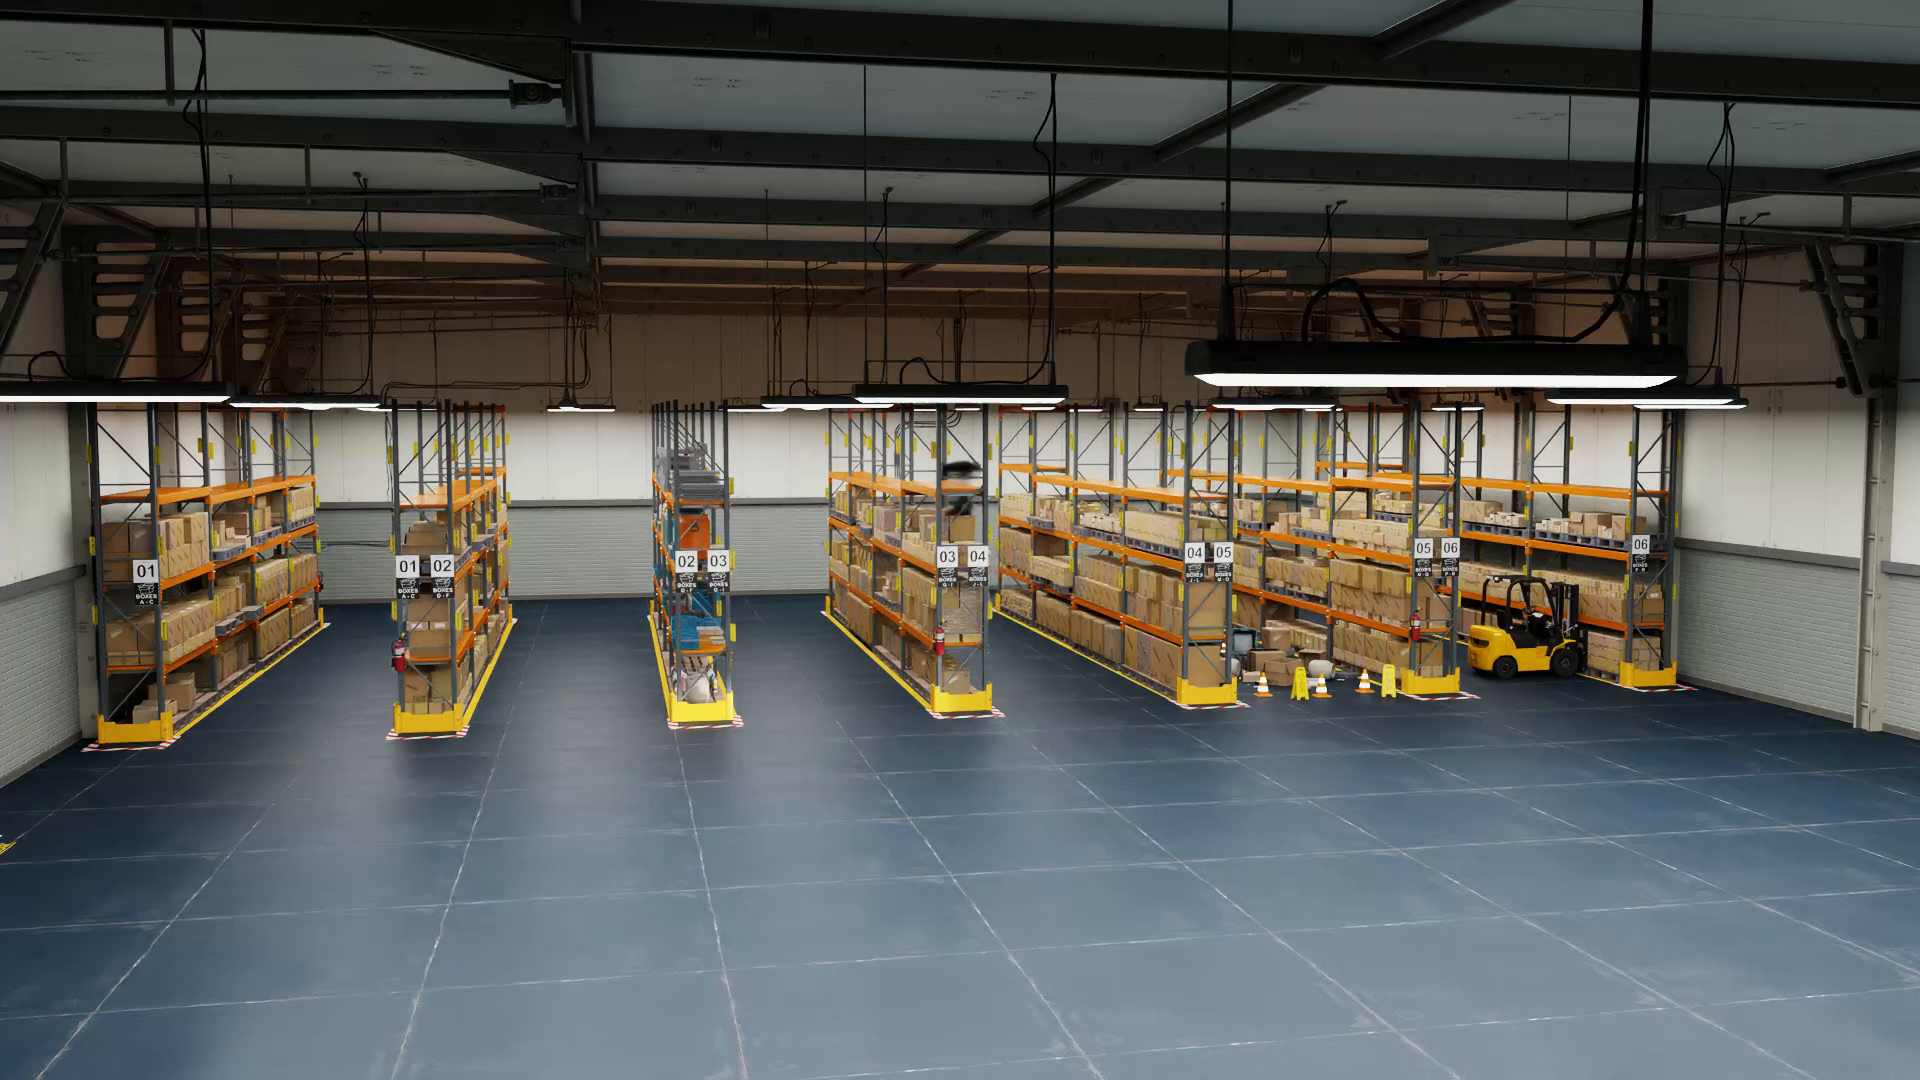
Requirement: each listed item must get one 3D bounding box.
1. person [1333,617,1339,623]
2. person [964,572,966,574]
[{"bbox_3d":[10.382,1.515,45.490,0.569,1.597,0.939,-3,5,-35],"label":"person"},{"bbox_3d":[0.480,1.130,49.346,0.818,1.787,0.733,-4,6,-42],"label":"person"}]
